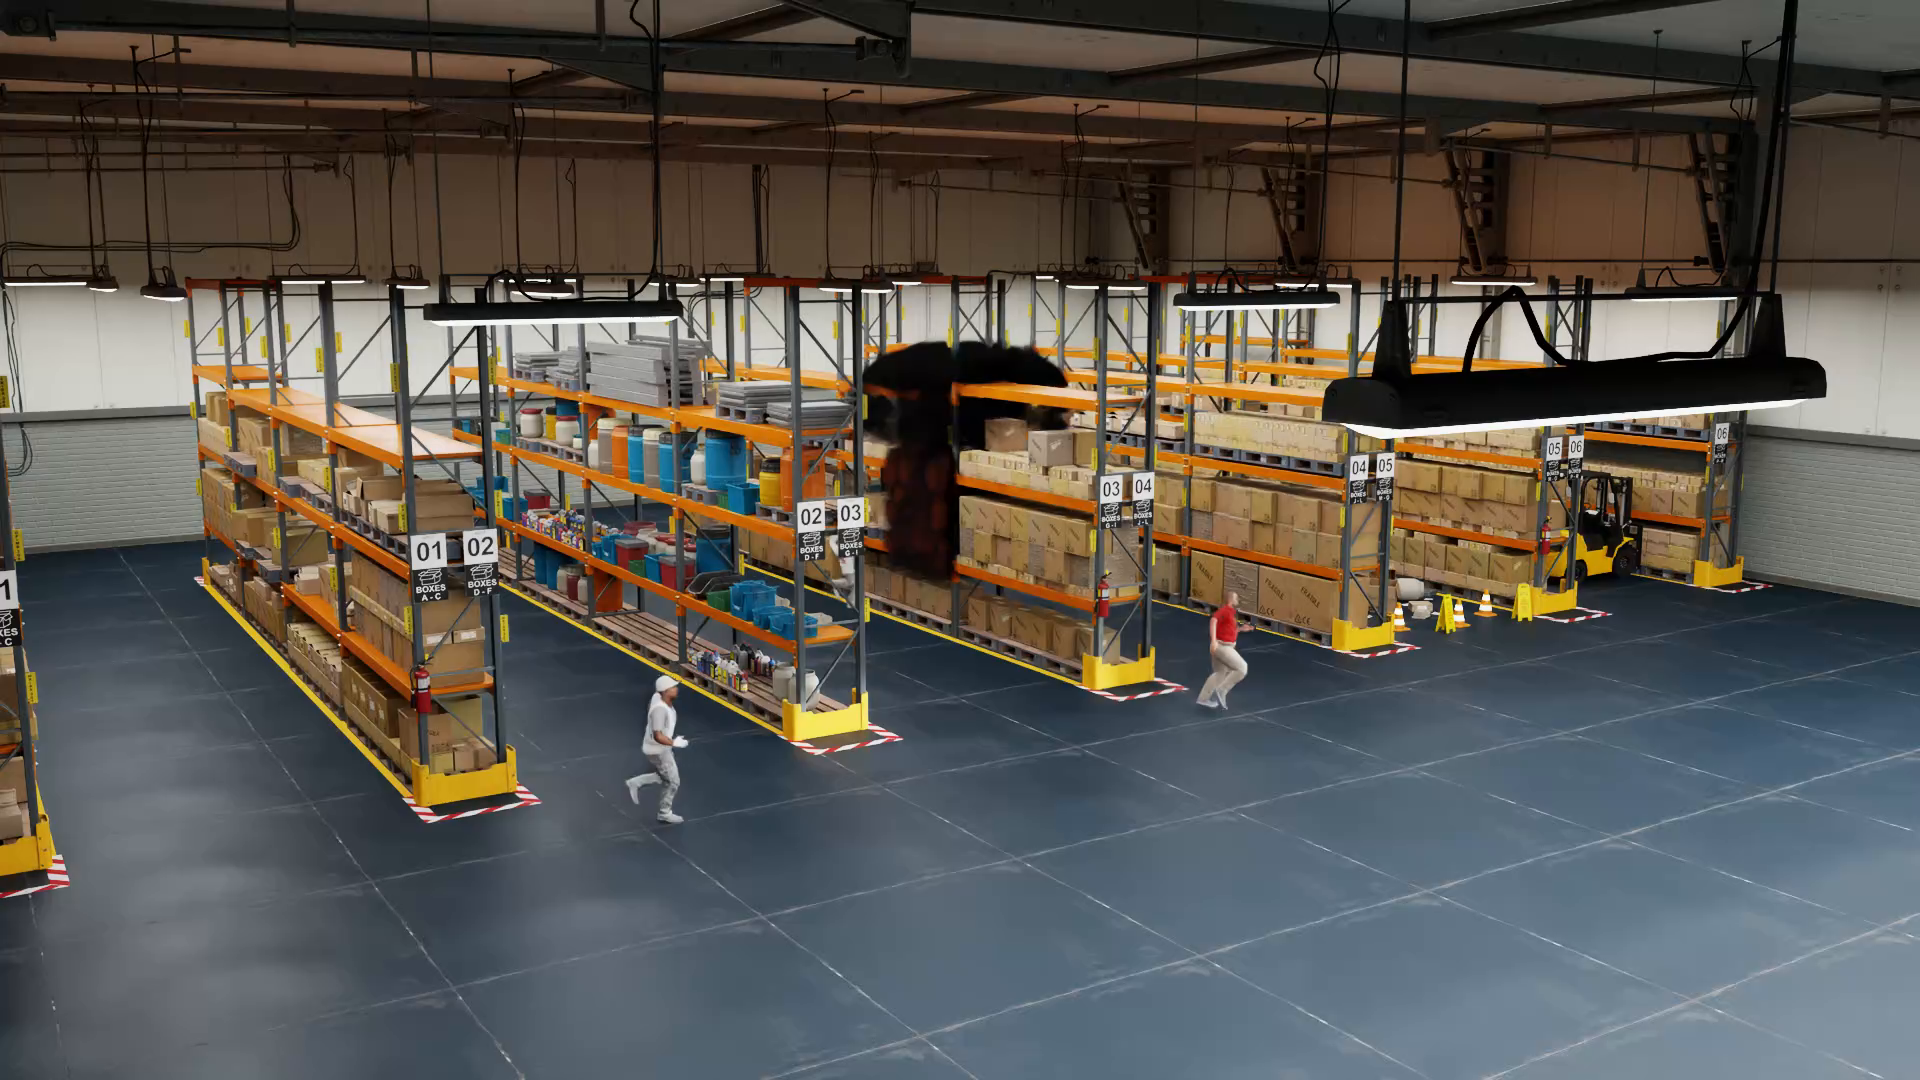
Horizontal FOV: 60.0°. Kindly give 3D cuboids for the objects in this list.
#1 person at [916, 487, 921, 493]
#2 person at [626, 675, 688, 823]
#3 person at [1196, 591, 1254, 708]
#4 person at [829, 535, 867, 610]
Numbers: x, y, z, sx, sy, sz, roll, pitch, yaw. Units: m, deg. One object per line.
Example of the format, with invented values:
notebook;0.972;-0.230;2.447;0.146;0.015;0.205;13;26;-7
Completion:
person;-0.883;-1.667;42.736;0.531;1.717;0.699;-9;13;-42
person;-3.432;2.374;18.814;0.717;1.734;0.722;-2;10;-9
person;3.774;1.559;23.577;0.789;1.673;0.699;1;10;4
person;-1.940;0.341;29.033;0.713;1.744;0.683;-8;12;-39
